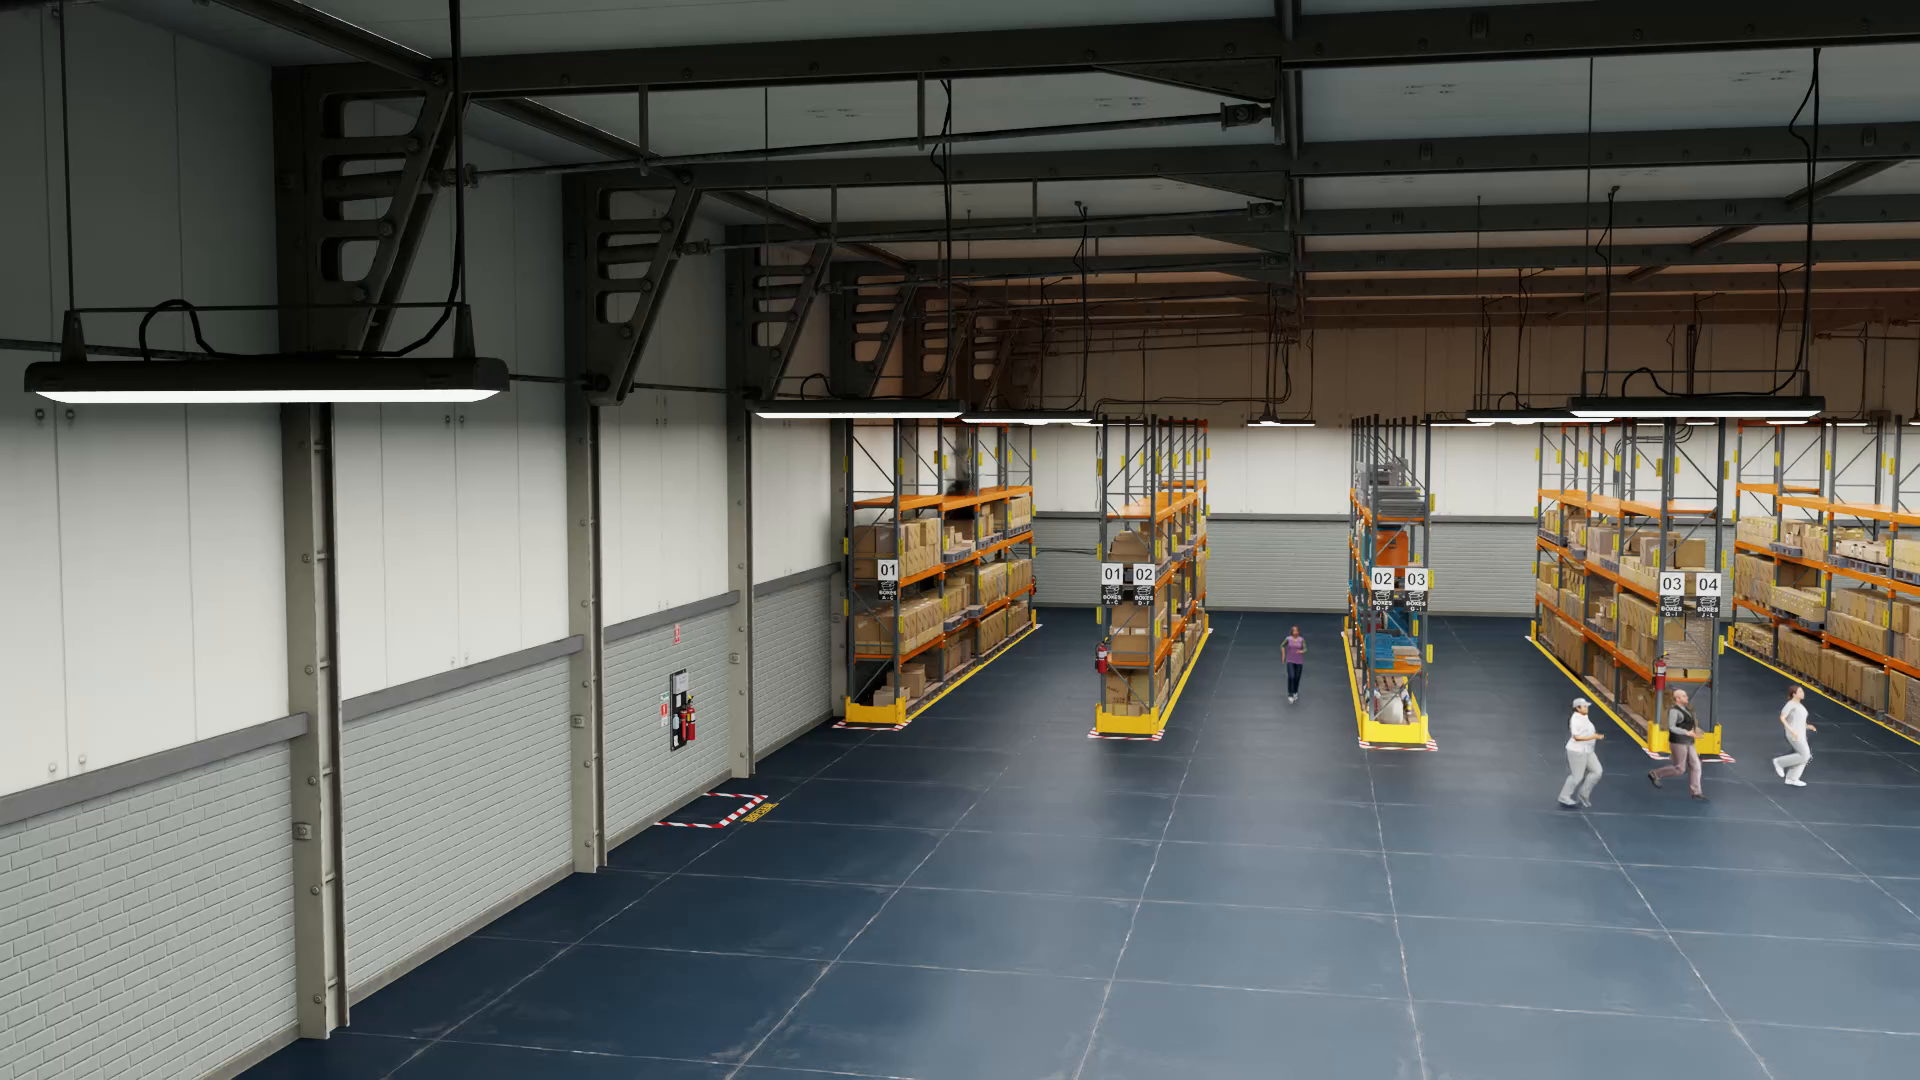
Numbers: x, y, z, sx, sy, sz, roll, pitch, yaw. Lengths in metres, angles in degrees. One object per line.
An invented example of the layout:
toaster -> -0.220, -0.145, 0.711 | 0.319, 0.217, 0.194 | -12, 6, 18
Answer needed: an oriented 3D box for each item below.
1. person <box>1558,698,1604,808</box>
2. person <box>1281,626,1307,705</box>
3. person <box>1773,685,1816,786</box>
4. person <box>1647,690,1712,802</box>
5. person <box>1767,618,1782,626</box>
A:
person -> 9.406, 3.232, 25.121 | 0.660, 1.701, 0.583 | 3, 5, 38
person -> 6.990, 2.606, 34.781 | 0.503, 1.644, 0.710 | 0, 4, 2
person -> 13.431, 3.134, 26.745 | 0.570, 1.626, 0.572 | 4, 5, 45
person -> 11.179, 3.162, 25.737 | 0.917, 1.700, 0.676 | 4, 5, 44
person -> 21.927, 1.944, 44.720 | 0.613, 1.596, 0.515 | -3, 5, -37
